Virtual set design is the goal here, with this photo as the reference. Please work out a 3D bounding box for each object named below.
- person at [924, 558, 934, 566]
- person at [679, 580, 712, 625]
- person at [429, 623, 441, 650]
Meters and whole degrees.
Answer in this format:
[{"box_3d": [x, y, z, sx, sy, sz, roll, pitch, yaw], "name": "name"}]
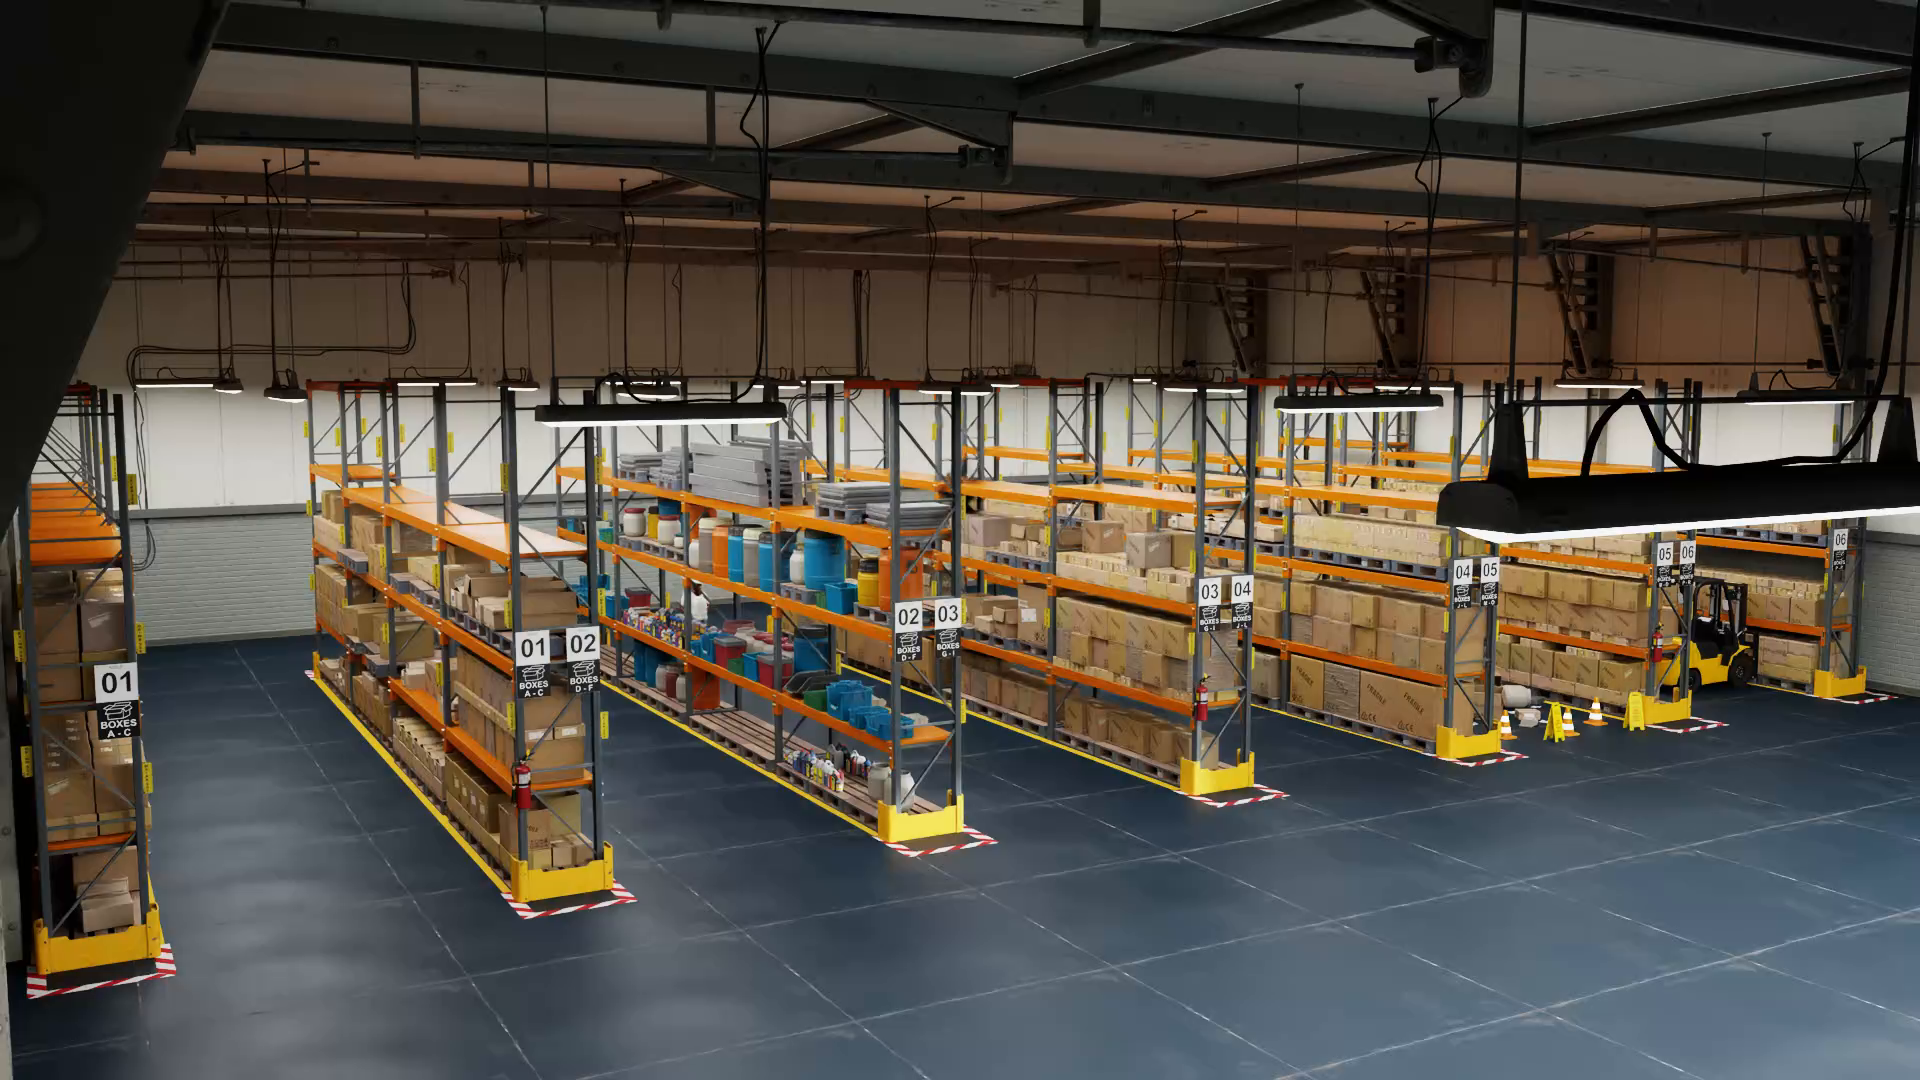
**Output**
[{"box_3d": [-0.780, 1.158, 40.679, 0.700, 1.707, 0.543, 1, 6, 9], "name": "person"}, {"box_3d": [-5.614, 1.695, 35.546, 0.711, 1.731, 0.787, -5, 8, -41], "name": "person"}, {"box_3d": [-10.848, 1.836, 34.386, 0.849, 1.721, 0.692, 4, 7, 34], "name": "person"}]
